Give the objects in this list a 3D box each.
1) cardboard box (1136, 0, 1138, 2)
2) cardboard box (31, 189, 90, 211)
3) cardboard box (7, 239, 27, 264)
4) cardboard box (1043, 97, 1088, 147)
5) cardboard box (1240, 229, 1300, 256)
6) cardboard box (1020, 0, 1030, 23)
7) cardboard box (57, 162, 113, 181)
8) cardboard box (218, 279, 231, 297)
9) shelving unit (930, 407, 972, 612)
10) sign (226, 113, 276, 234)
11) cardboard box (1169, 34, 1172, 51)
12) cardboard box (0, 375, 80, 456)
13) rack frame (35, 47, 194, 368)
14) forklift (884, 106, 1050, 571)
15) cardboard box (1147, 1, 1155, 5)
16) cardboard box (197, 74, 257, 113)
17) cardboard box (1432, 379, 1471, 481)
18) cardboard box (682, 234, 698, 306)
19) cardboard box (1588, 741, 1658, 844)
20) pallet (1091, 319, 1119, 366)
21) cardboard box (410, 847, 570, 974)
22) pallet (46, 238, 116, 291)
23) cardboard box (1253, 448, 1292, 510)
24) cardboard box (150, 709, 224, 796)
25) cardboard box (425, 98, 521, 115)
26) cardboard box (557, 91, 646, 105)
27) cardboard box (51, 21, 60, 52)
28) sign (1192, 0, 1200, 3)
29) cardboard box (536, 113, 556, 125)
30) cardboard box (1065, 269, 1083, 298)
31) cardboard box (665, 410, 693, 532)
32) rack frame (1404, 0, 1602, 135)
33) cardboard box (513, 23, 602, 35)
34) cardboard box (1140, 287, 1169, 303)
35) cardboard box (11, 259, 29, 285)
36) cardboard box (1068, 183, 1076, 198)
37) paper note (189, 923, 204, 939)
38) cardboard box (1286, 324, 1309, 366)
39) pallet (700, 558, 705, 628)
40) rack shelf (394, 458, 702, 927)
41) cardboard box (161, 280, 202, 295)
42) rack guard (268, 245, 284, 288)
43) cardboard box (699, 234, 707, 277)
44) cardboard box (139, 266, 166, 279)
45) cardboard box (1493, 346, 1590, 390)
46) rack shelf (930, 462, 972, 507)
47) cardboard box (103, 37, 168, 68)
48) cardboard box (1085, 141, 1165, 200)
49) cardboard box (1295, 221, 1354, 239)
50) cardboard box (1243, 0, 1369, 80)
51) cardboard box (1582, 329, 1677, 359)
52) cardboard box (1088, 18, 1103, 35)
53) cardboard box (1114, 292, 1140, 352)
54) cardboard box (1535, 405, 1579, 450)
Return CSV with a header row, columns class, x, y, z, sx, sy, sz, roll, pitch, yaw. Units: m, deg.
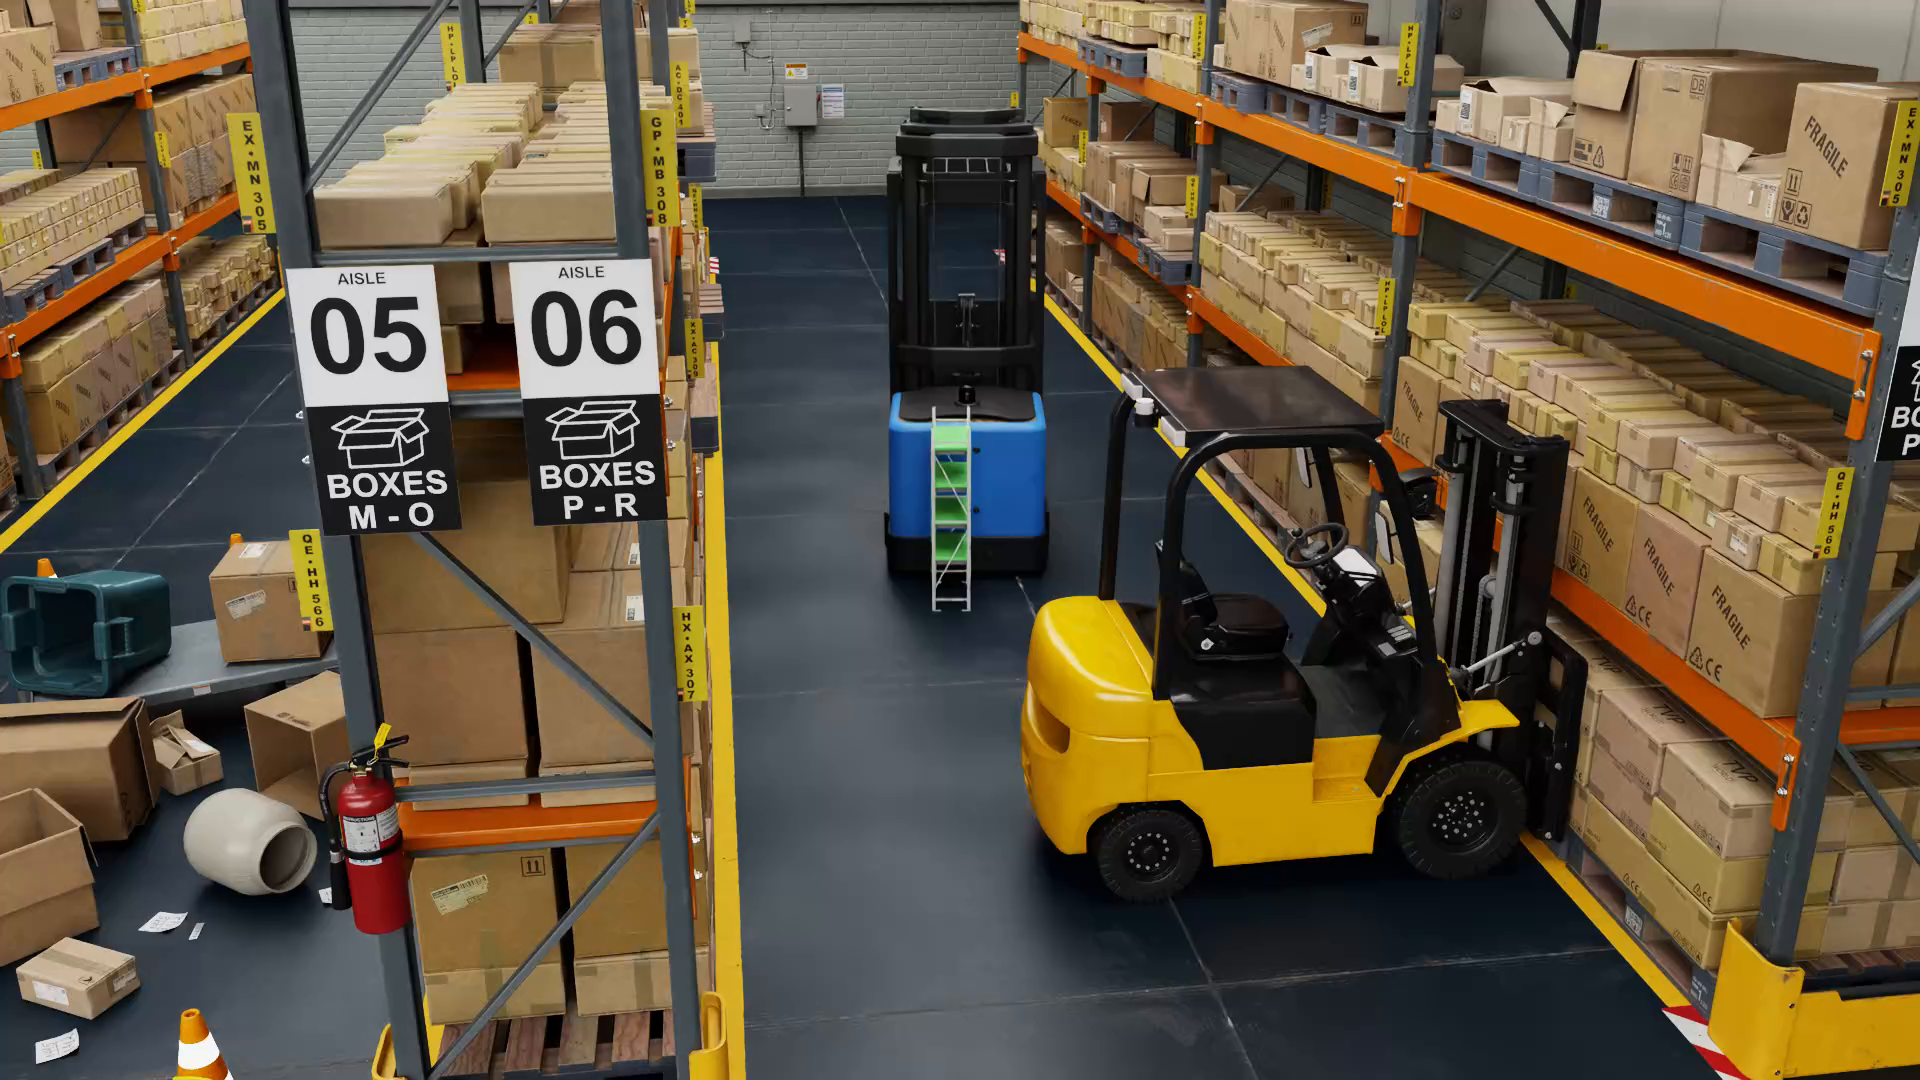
class,x,y,z,sx,sy,sz,roll,pitch,yaw
cardboard box,2.003,-5.509,16.965,0.500,0.250,0.500,-3,21,-8
cardboard box,-7.564,-2.855,13.982,0.380,0.149,0.250,-4,21,-10
cardboard box,-7.338,-2.183,12.607,0.380,0.149,0.250,-2,21,-5
cardboard box,1.232,-4.730,18.810,0.500,0.500,0.500,-2,21,-6
cardboard box,2.276,-2.185,12.209,0.380,0.149,0.250,-3,21,-7
cardboard box,1.010,-6.306,19.815,0.500,0.250,0.500,-3,21,-8
cardboard box,-8.351,-3.417,16.011,0.500,0.500,0.500,-3,21,-8
cardboard box,-7.960,-2.666,17.617,0.380,0.149,0.250,-3,21,-8
shelving unit,-0.055,-0.194,10.521,0.258,1.200,0.503,0,20,0
sign,-1.941,-1.007,4.572,0.100,0.325,0.005,-3,21,-8
cardboard box,1.984,-4.217,14.078,0.380,0.149,0.250,-3,21,-7
cardboard box,-7.275,-0.977,13.016,0.500,0.500,0.500,-4,21,-10
rack frame,-8.002,-3.078,15.670,1.000,3.000,0.127,-3,21,-8
forklift,0.044,-1.628,11.886,1.130,2.935,3.031,0,20,0
cardboard box,2.011,-5.099,15.985,0.380,0.149,0.250,-3,21,-7
cardboard box,-8.267,-4.972,18.743,0.500,0.500,0.500,-3,21,-9
cardboard box,2.843,-0.545,8.745,0.500,0.500,0.500,-3,21,-7
cardboard box,-1.964,-1.675,10.746,0.500,0.500,0.500,-4,21,-10
cardboard box,3.082,1.071,7.177,0.500,0.250,0.500,-3,21,-8
pallet,1.948,-2.028,16.845,1.003,0.211,1.213,-3,21,-8
cardboard box,-1.762,1.268,6.292,0.500,0.500,0.500,-3,21,-7
pallet,-7.751,-2.287,13.825,1.003,0.211,1.213,-3,21,-8
cardboard box,2.645,-0.638,11.931,0.875,0.625,0.625,-4,21,-10
cardboard box,-3.972,1.078,8.450,0.396,0.266,0.258,17,27,39
cardboard box,-2.136,-1.856,7.330,0.380,0.149,0.250,-3,21,-8
cardboard box,-1.641,-1.974,7.648,0.380,0.149,0.250,-2,21,-6
cardboard box,-8.083,-4.323,14.243,0.500,0.311,0.500,-3,21,-9
sign,2.342,-5.475,16.500,0.100,0.325,0.005,-3,21,-8
cardboard box,-2.173,-1.901,8.021,0.500,0.250,0.500,-3,21,-9
cardboard box,1.371,-2.832,18.319,0.396,0.266,0.258,-2,21,-6
cardboard box,-1.495,-0.280,7.612,0.500,0.500,0.500,-2,21,-6
rack frame,2.946,-3.655,8.640,1.000,3.000,0.127,-3,21,-8
cardboard box,-2.344,-2.905,9.820,0.500,0.250,0.500,-3,21,-7
cardboard box,1.899,-2.265,15.540,0.380,0.149,0.250,-3,21,-8
cardboard box,-7.329,-2.030,12.623,0.380,0.149,0.250,-2,21,-5
cardboard box,1.377,-3.772,17.888,0.380,0.149,0.250,-2,21,-6
paper note,-3.296,1.689,7.180,0.032,0.001,0.123,-3,21,-8
cardboard box,2.495,-1.283,11.078,0.500,0.250,0.500,-3,21,-7
pallet,-2.079,0.444,10.226,1.003,0.211,1.213,-3,21,-8
rack shelf,-1.677,0.437,7.288,1.077,0.370,4.000,-3,21,-8
cardboard box,-7.913,-2.531,16.830,0.380,0.149,0.250,-3,21,-9
rack guard,-8.568,-3.266,19.745,1.175,0.500,0.348,-3,21,-8
cardboard box,-3.361,-3.204,19.070,0.875,0.438,0.875,-2,21,-6
cardboard box,-8.572,-2.776,17.485,0.380,0.149,0.250,-4,21,-10
cardboard box,2.871,-0.853,8.217,0.380,0.149,0.250,-3,21,-9
rack shelf,-0.055,-0.359,10.459,0.258,0.148,0.480,0,20,0
cardboard box,-7.808,-4.587,15.636,0.500,0.250,0.500,-2,21,-5
cardboard box,1.641,-3.679,16.536,0.700,0.500,0.500,-2,21,-6
cardboard box,2.742,-2.300,12.517,0.380,0.149,0.250,-3,21,-8
cardboard box,2.405,-3.492,11.606,0.700,0.500,0.500,-3,21,-9
cardboard box,3.436,-0.976,8.547,0.380,0.149,0.250,-3,21,-9
cardboard box,1.445,-4.931,15.959,0.380,0.149,0.250,-3,21,-7
cardboard box,1.794,-2.104,16.036,0.500,0.500,0.500,-4,21,-9
cardboard box,2.935,-0.535,7.792,0.380,0.149,0.250,-3,21,-9
